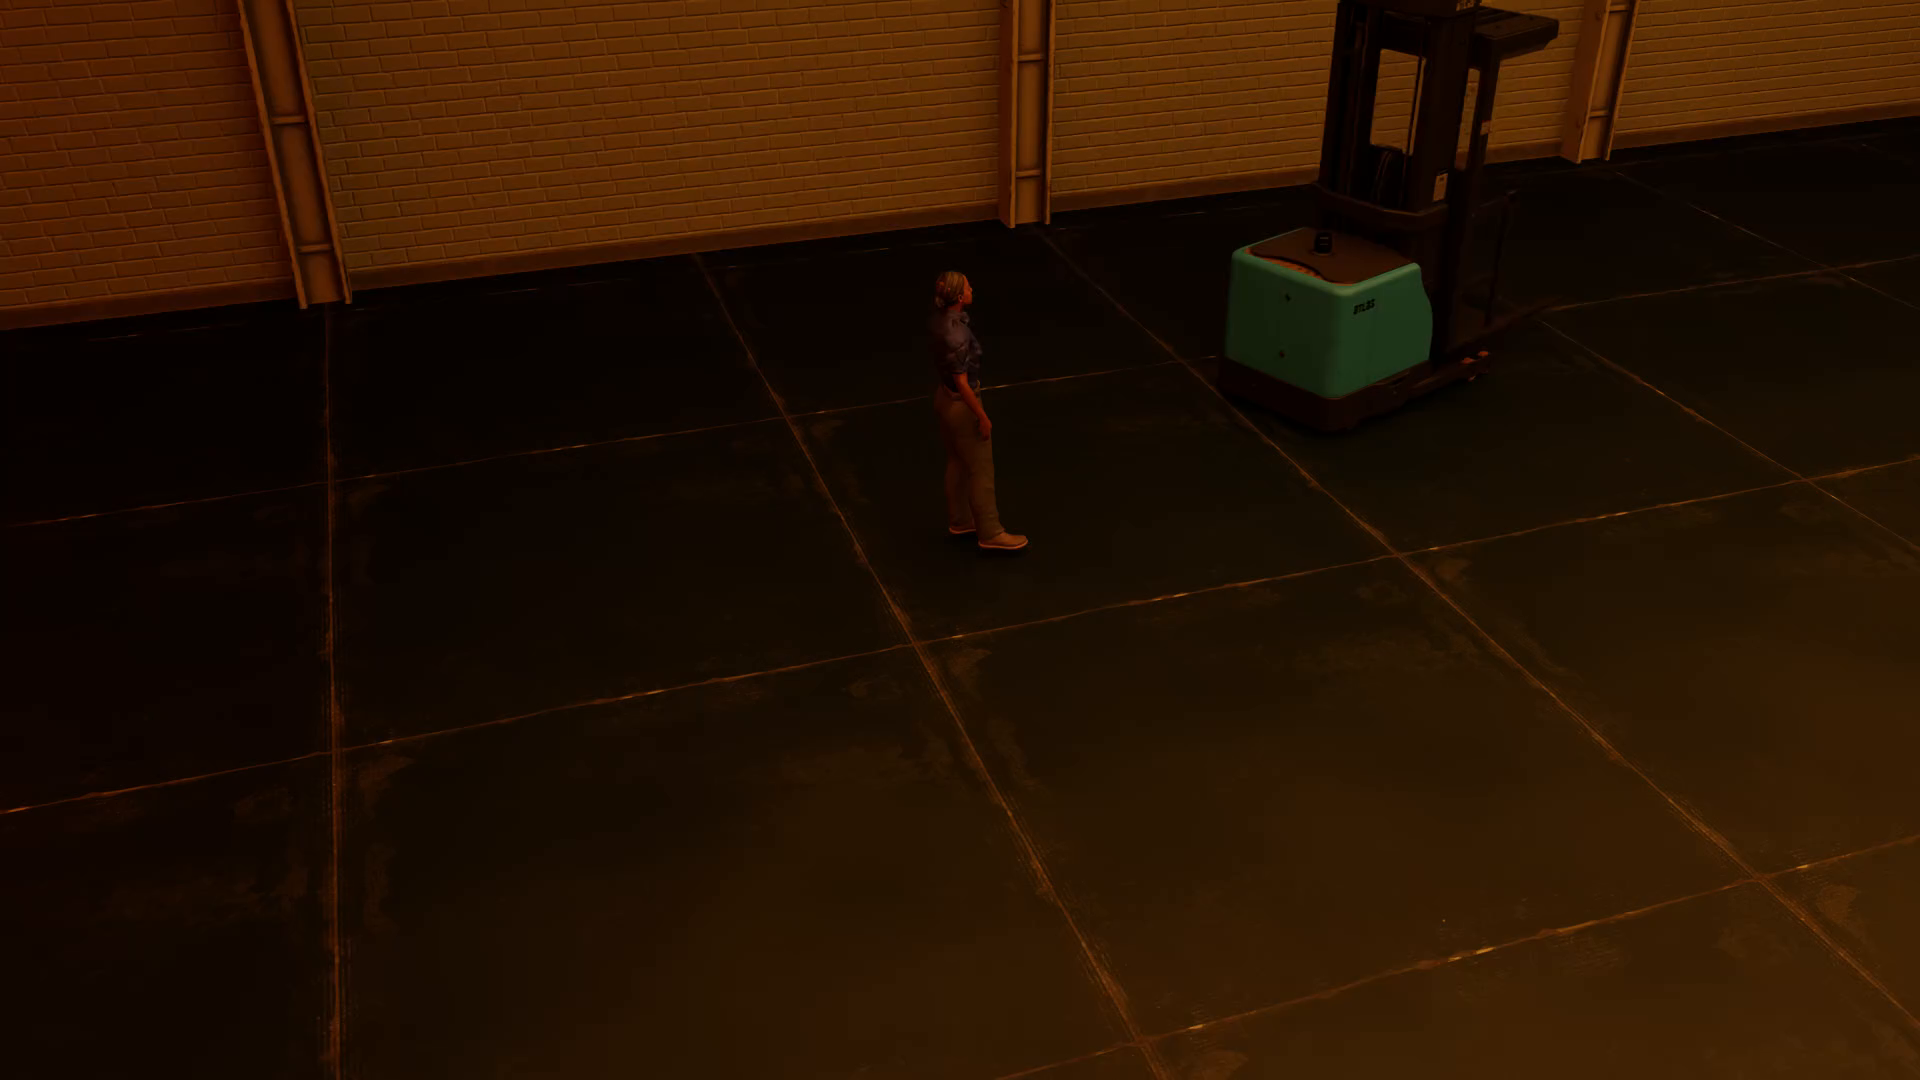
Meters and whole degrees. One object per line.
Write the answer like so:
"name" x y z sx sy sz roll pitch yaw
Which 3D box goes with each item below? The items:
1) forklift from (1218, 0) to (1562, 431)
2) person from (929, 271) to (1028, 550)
"forklift" 3.283 -2.600 11.606 3.031 2.935 1.130 -23 37 -34
"person" 0.089 -0.762 9.598 0.504 1.654 0.569 -10 31 -16
